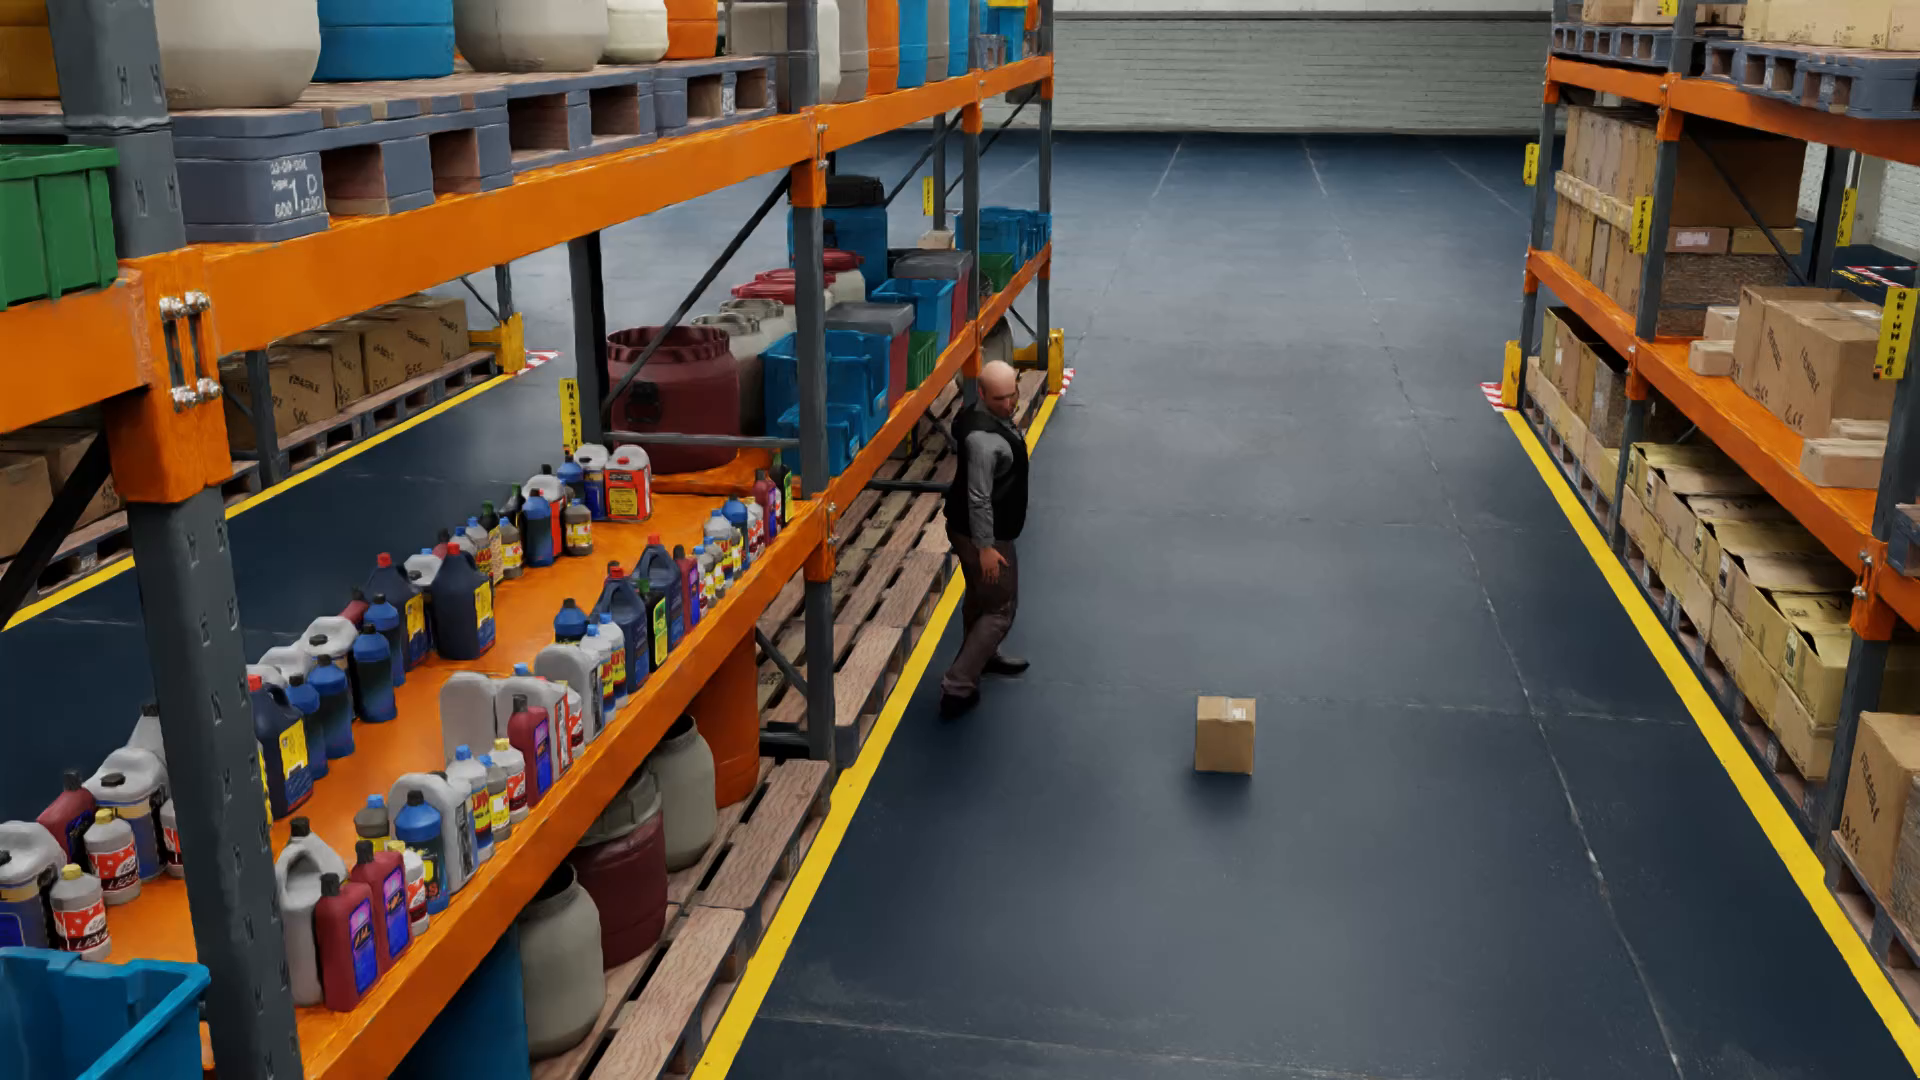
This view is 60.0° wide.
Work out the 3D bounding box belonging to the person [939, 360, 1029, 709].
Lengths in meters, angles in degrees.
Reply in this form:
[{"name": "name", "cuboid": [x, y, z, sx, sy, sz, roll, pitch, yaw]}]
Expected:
[{"name": "person", "cuboid": [0.127, -0.050, 7.803, 0.569, 1.670, 0.662, -4, 18, -13]}]
